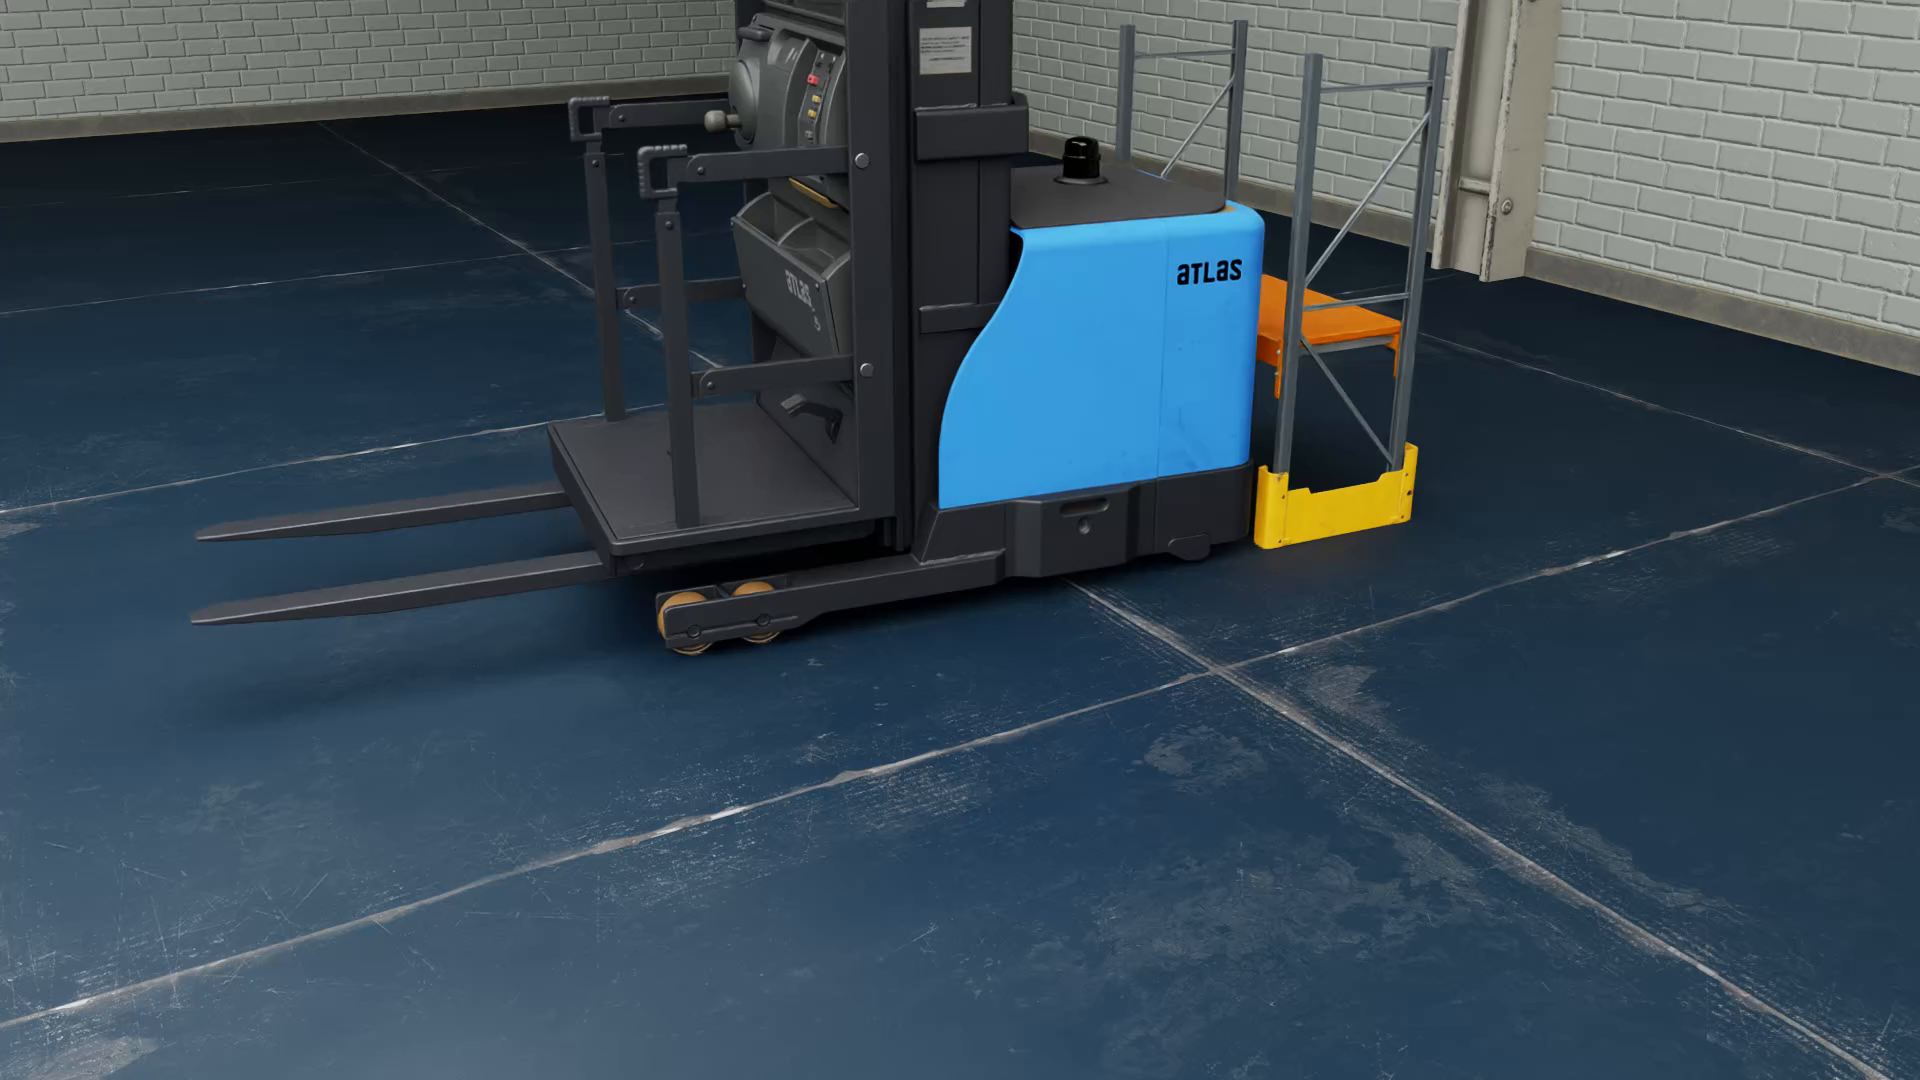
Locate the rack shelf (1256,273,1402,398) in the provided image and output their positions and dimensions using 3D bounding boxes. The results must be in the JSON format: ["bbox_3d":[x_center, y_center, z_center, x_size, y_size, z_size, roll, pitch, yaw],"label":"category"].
[{"bbox_3d":[0.988,-0.731,5.595,0.538,0.185,1.000,-10,24,-24],"label":"rack shelf"}]

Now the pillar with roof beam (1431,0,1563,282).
[{"bbox_3d":[-0.951,-4.766,5.086,9.100,9.000,0.400,-13,25,-28],"label":"pillar with roof beam"}]

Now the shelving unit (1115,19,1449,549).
[{"bbox_3d":[0.992,-0.895,5.519,0.587,1.500,1.083,-10,24,-24],"label":"shelving unit"}]

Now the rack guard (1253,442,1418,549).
[{"bbox_3d":[1.209,-0.147,5.339,0.587,0.250,0.087,-10,24,-24],"label":"rack guard"}]

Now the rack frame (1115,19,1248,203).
[{"bbox_3d":[0.766,-1.070,5.950,0.500,1.500,0.032,-10,24,-24],"label":"rack frame"}]

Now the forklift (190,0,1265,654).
[{"bbox_3d":[-0.666,-1.271,4.546,3.031,2.935,1.130,-9,24,-20],"label":"forklift"}]

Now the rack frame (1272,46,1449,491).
[{"bbox_3d":[1.211,-0.726,5.104,0.500,1.500,0.032,-10,24,-24],"label":"rack frame"}]
